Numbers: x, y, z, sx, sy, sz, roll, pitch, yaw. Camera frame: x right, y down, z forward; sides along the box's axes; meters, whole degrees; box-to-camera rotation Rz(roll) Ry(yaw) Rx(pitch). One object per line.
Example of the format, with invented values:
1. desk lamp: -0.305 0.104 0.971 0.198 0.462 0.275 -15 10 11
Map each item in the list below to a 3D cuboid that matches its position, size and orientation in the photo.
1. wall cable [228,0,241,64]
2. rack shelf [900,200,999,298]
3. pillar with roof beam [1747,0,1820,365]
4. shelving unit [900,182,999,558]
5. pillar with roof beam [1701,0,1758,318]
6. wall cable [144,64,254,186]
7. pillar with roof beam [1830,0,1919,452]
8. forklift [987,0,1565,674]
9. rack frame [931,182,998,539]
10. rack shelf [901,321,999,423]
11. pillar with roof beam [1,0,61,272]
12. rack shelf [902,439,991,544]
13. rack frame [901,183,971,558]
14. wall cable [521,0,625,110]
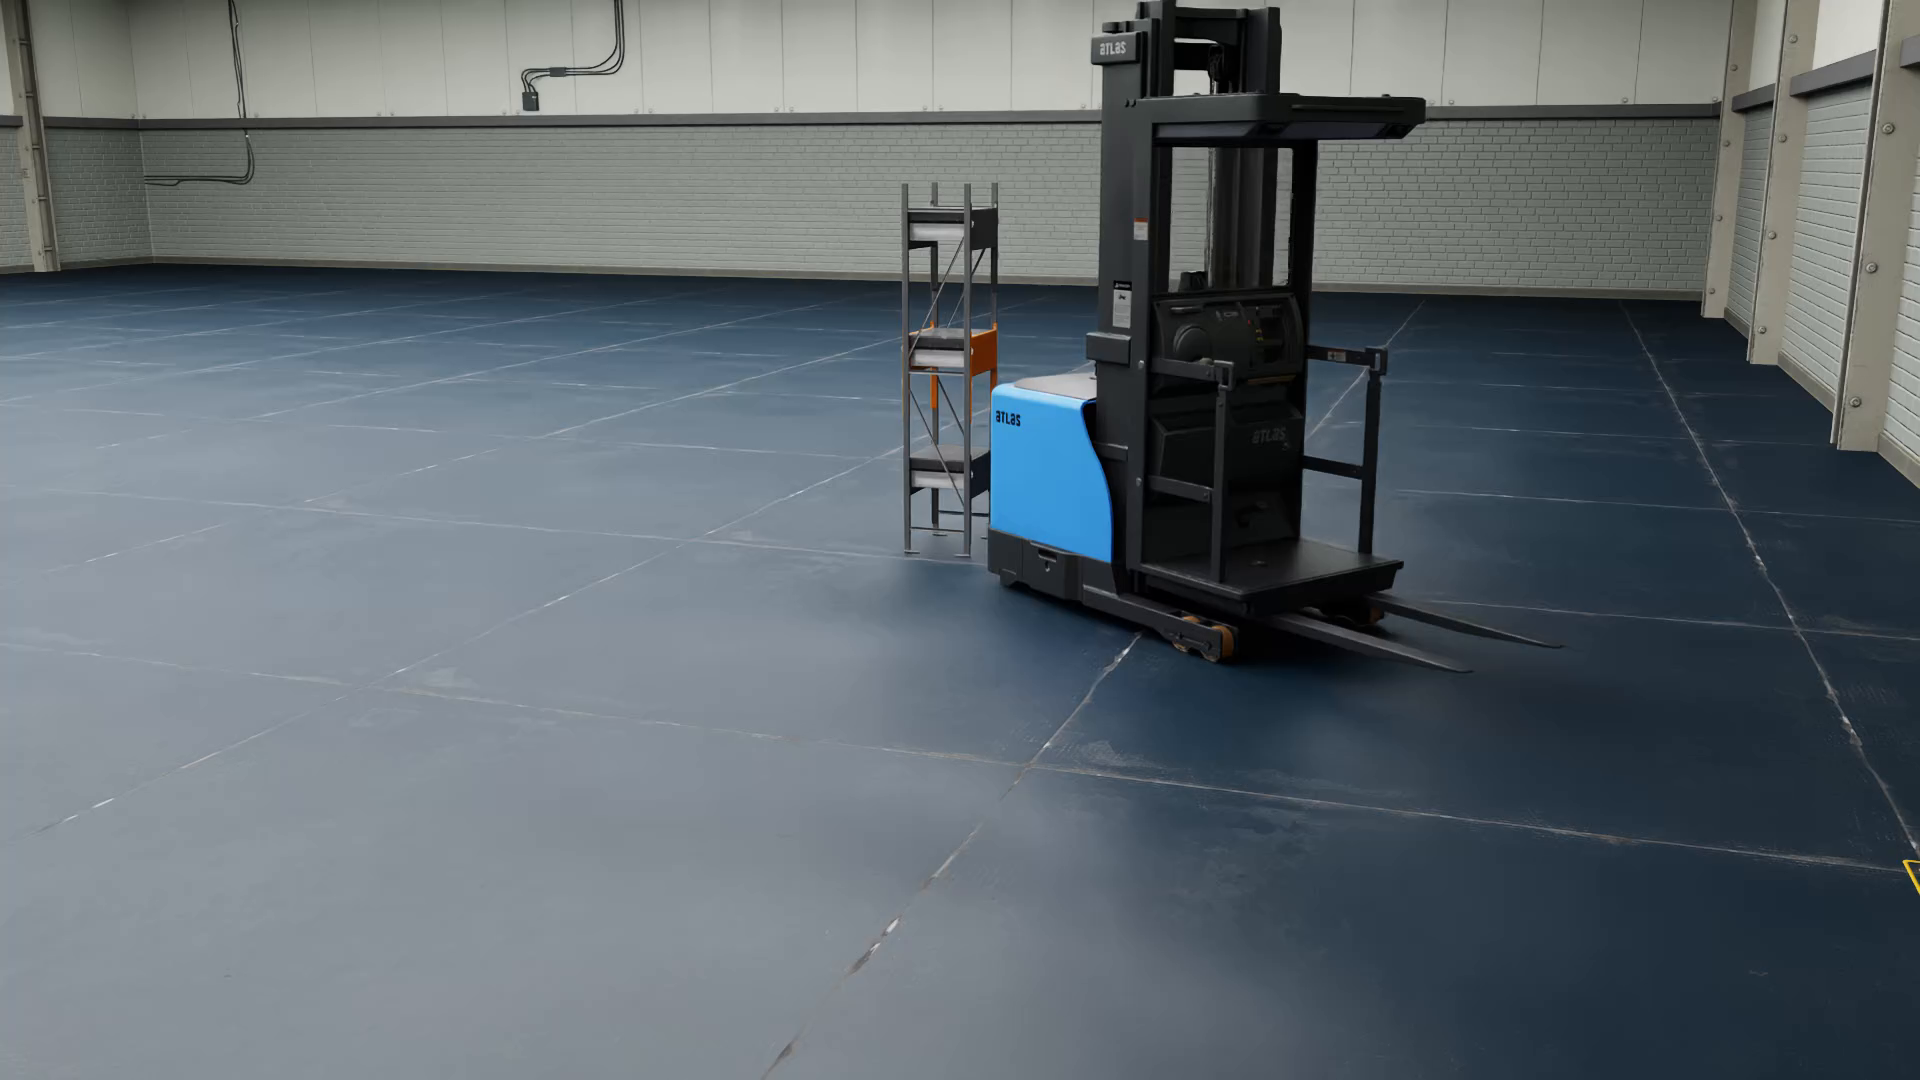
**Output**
1. wall cable: -14.029 -11.202 34.472 3.097 2.526 0.112 4 14 18
2. rack shelf: -0.054 -1.658 9.449 0.431 0.518 0.480 4 14 18
3. pillar with roof beam: 4.997 -6.702 19.128 9.100 9.000 0.400 4 14 18
4. shelving unit: -0.054 -0.989 9.602 0.431 2.100 0.503 4 14 18
5. pillar with roof beam: 6.938 -7.965 24.663 9.100 9.000 0.400 4 14 18
6. wall cable: -16.589 -8.934 35.887 3.097 2.526 0.112 4 14 18
7. pillar with roof beam: 3.056 -5.439 13.593 9.100 9.000 0.400 4 14 18
8. forklift: 1.413 -0.998 7.774 1.130 2.935 3.031 -9 16 -35
9. rack frame: 0.025 -1.040 9.827 0.400 2.100 0.015 4 14 18
10. rack shelf: -0.054 -0.976 9.605 0.431 0.518 0.480 4 14 18
11. pillar with roof beam: -14.720 -9.613 31.883 9.100 9.000 0.400 4 14 18
12. rack shelf: -0.054 -0.293 9.760 0.431 0.518 0.480 4 14 18
13. rack frame: -0.133 -0.937 9.376 0.400 2.100 0.015 4 14 18
14. wall cable: -7.612 -11.419 32.154 2.305 6.003 0.169 4 14 18
